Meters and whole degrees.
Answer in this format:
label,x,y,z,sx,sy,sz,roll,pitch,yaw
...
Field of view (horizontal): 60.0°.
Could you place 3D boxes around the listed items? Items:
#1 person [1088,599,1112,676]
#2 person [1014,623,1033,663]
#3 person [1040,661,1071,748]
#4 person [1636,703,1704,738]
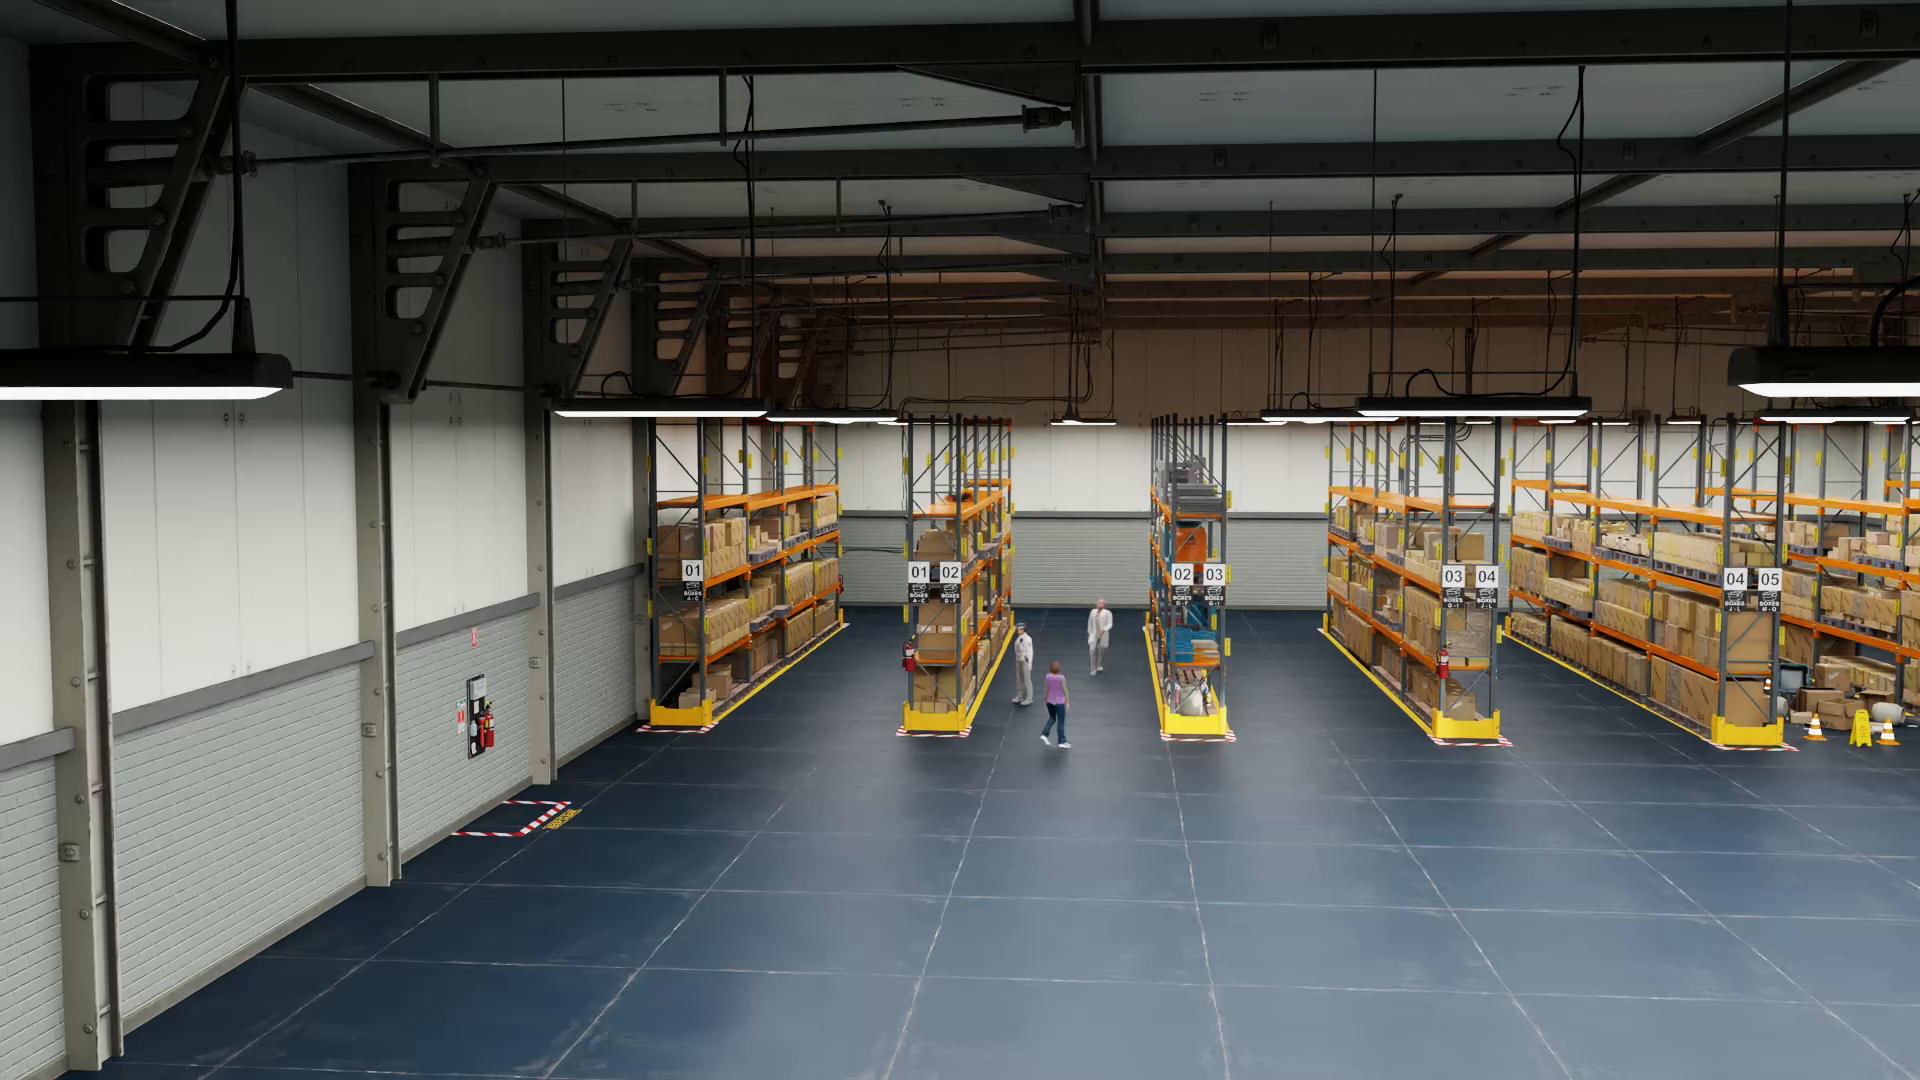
label,x,y,z,sx,sy,sz,roll,pitch,yaw
person,3.265,2.283,38.839,0.601,1.812,0.946,1,4,11
person,1.305,2.139,34.610,0.350,0.833,0.516,-2,4,-28
person,1.719,2.936,29.762,0.498,1.595,0.517,3,5,40
person,16.949,2.659,33.303,8.348,1.662,5.808,-3,5,-41
